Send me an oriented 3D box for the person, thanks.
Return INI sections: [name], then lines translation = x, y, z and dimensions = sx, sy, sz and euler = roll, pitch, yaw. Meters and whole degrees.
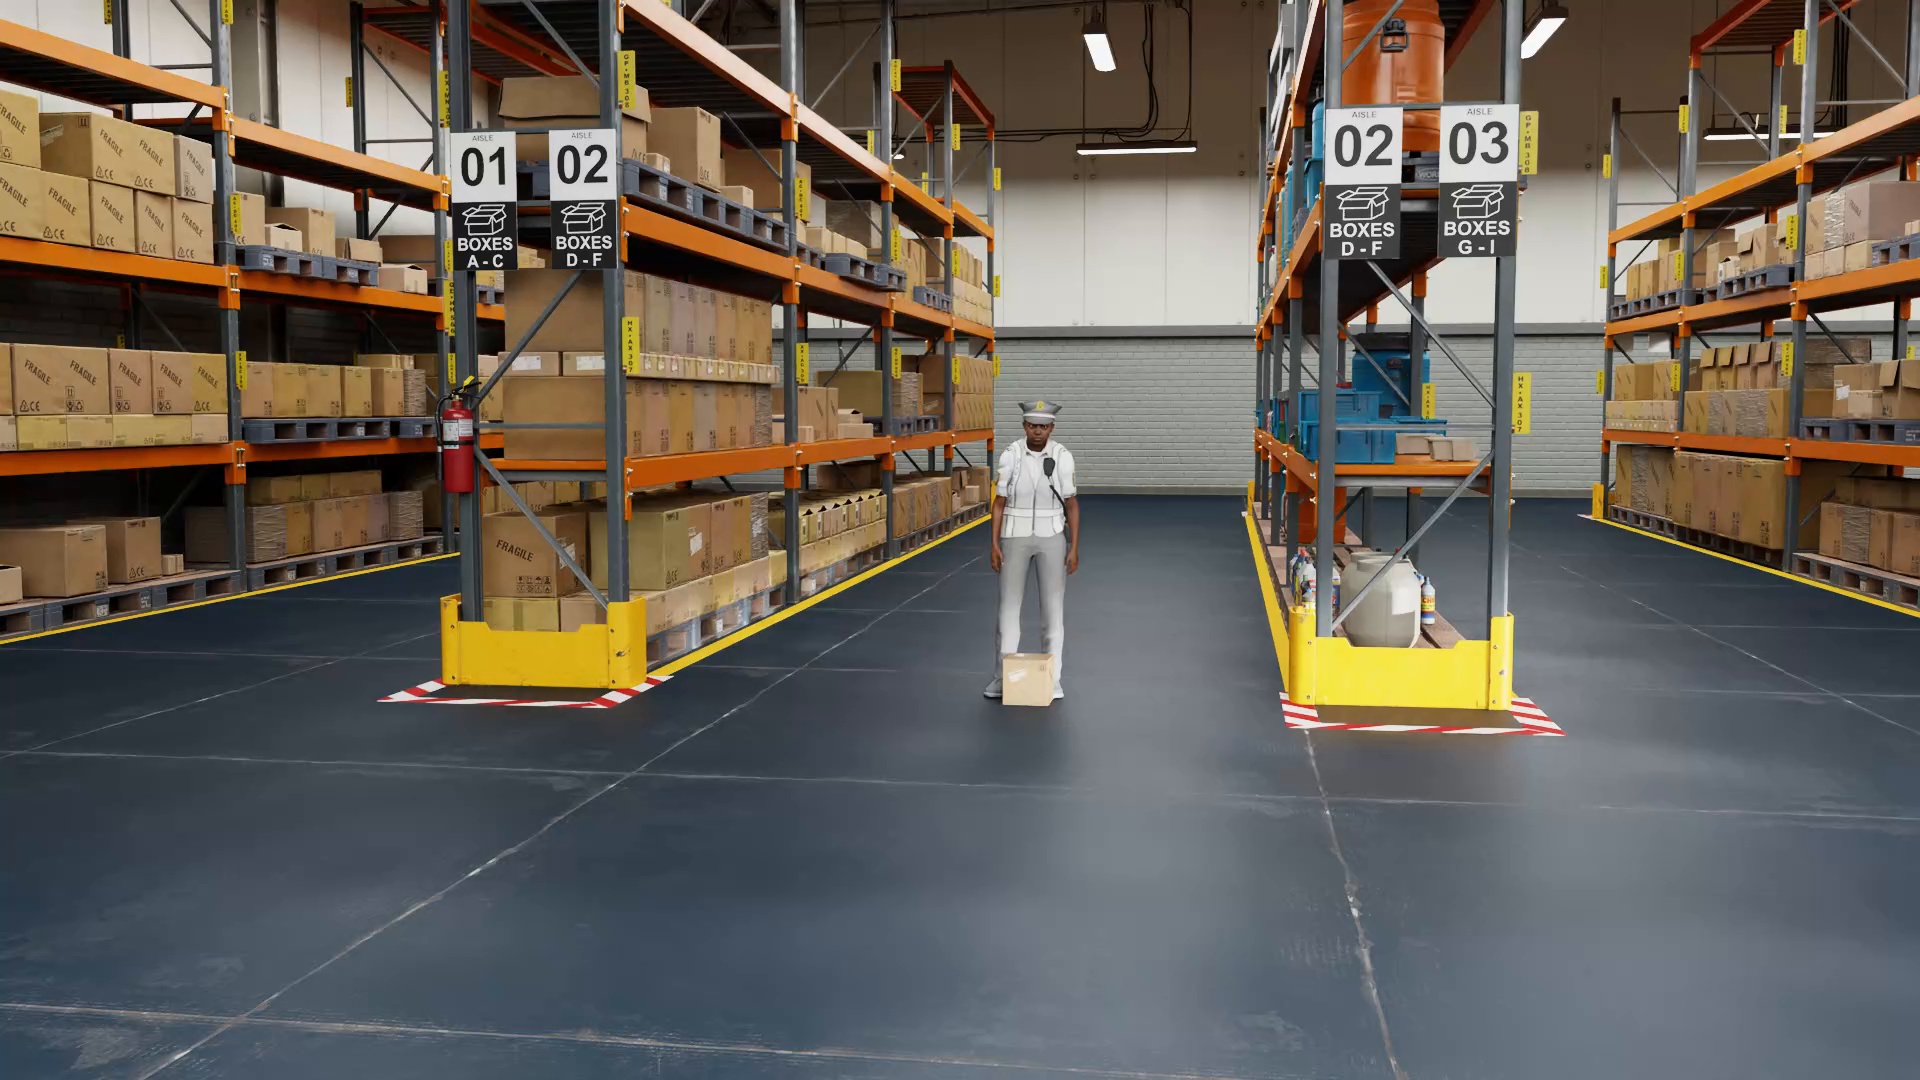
[person]
translation = 0.404, 0.047, 9.330
dimensions = 0.530, 1.657, 0.398
euler = 0, 5, 5
